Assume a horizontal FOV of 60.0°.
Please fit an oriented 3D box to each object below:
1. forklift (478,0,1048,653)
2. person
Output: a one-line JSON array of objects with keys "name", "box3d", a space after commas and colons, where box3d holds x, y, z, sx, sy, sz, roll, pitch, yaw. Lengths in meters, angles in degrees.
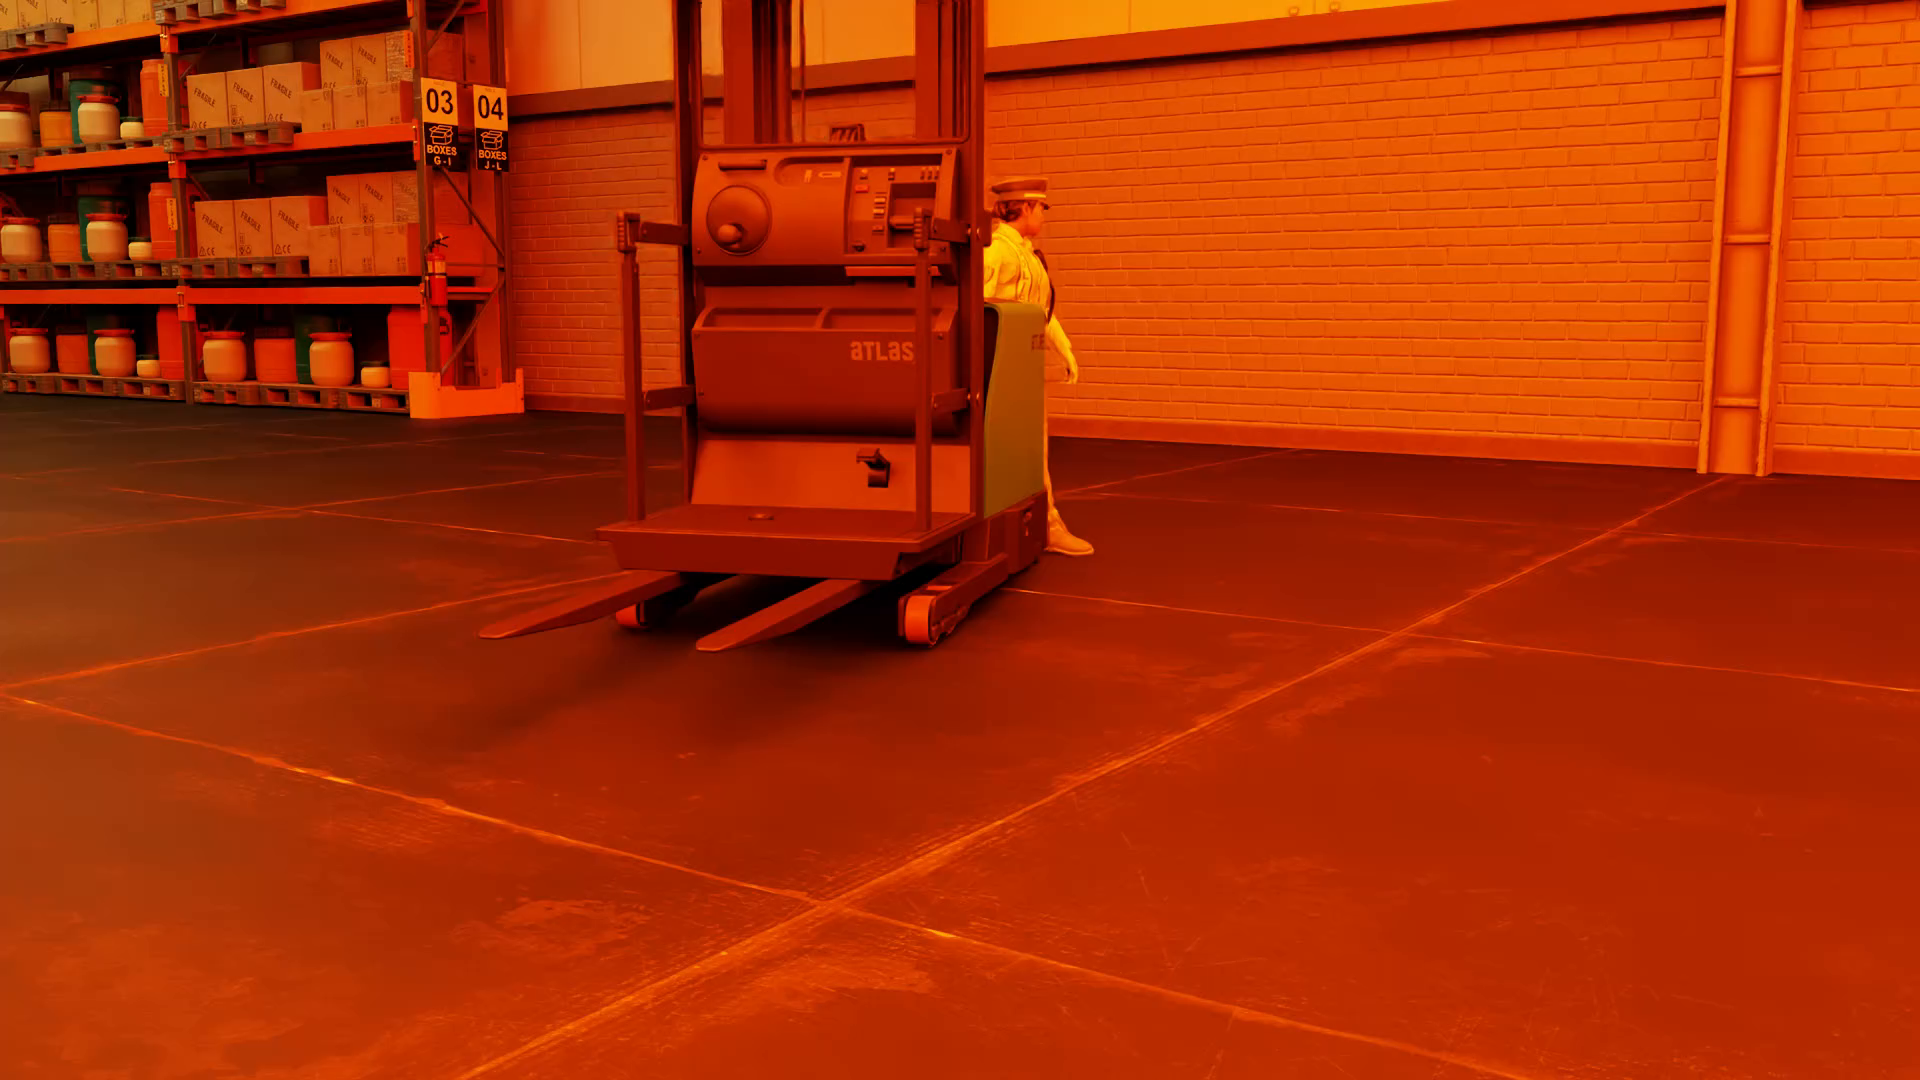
[{"name": "forklift", "box3d": [-0.521, -1.176, 5.463, 1.130, 2.935, 3.031, 2, 8, 15]}, {"name": "person", "box3d": [0.351, -0.770, 7.280, 0.619, 1.621, 0.715, 3, 9, 21]}]
